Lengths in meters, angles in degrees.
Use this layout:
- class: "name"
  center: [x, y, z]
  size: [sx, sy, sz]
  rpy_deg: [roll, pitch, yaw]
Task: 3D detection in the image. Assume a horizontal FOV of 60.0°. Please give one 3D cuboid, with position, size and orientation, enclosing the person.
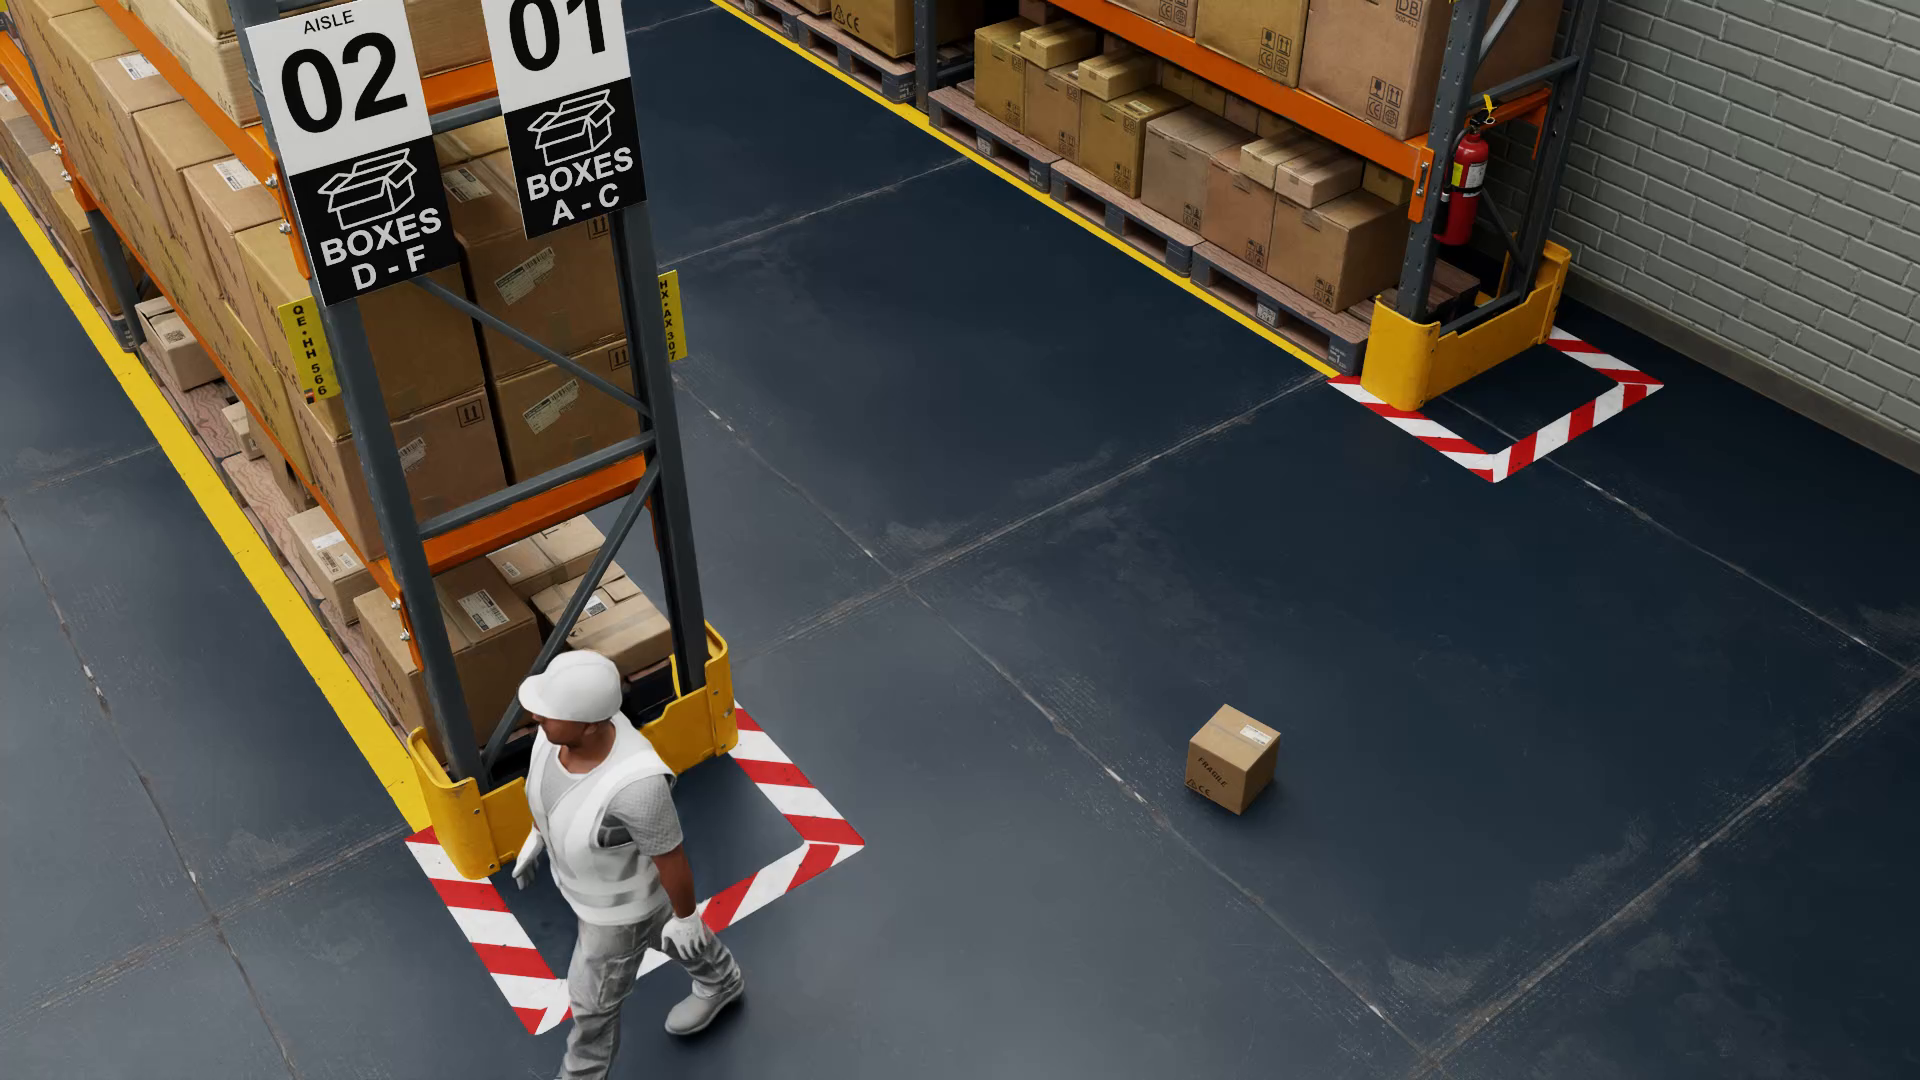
- class: "person"
  center: [-1.114, 1.025, 4.884]
  size: [0.941, 1.735, 0.604]
  rpy_deg: [-24, 45, -26]
